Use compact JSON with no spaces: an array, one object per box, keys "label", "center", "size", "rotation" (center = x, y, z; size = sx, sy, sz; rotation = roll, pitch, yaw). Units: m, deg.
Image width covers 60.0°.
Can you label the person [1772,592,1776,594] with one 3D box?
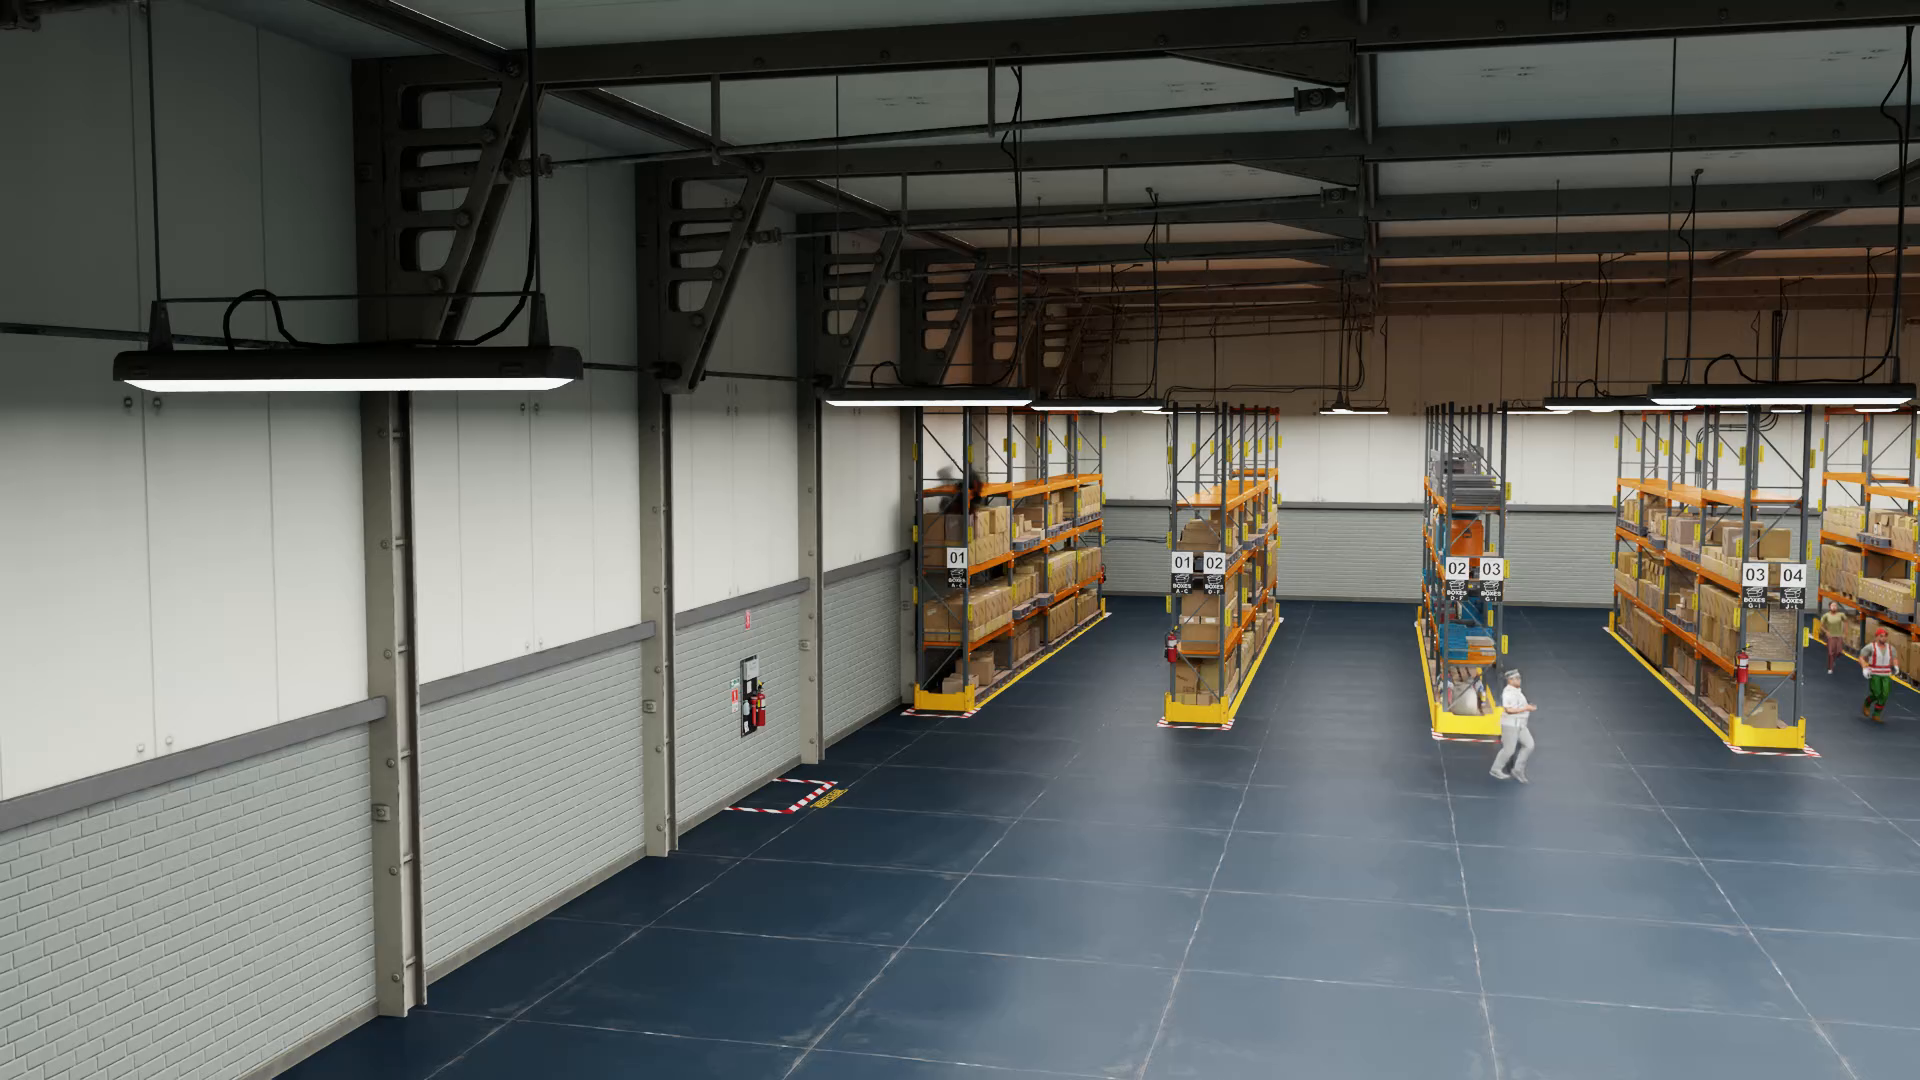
[{"label":"person","center":[21.049,1.759,43.506],"size":[0.617,1.518,0.659],"rotation":[3,5,32]}]

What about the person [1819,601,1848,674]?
[{"label":"person","center":[19.537,2.172,37.187],"size":[0.597,1.631,0.613],"rotation":[1,4,19]}]

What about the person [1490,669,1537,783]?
[{"label":"person","center":[8.691,2.927,26.033],"size":[0.727,1.830,0.640],"rotation":[3,5,40]}]

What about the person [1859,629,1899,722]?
[{"label":"person","center":[17.313,2.540,31.292],"size":[0.673,1.751,0.590],"rotation":[0,4,4]}]
